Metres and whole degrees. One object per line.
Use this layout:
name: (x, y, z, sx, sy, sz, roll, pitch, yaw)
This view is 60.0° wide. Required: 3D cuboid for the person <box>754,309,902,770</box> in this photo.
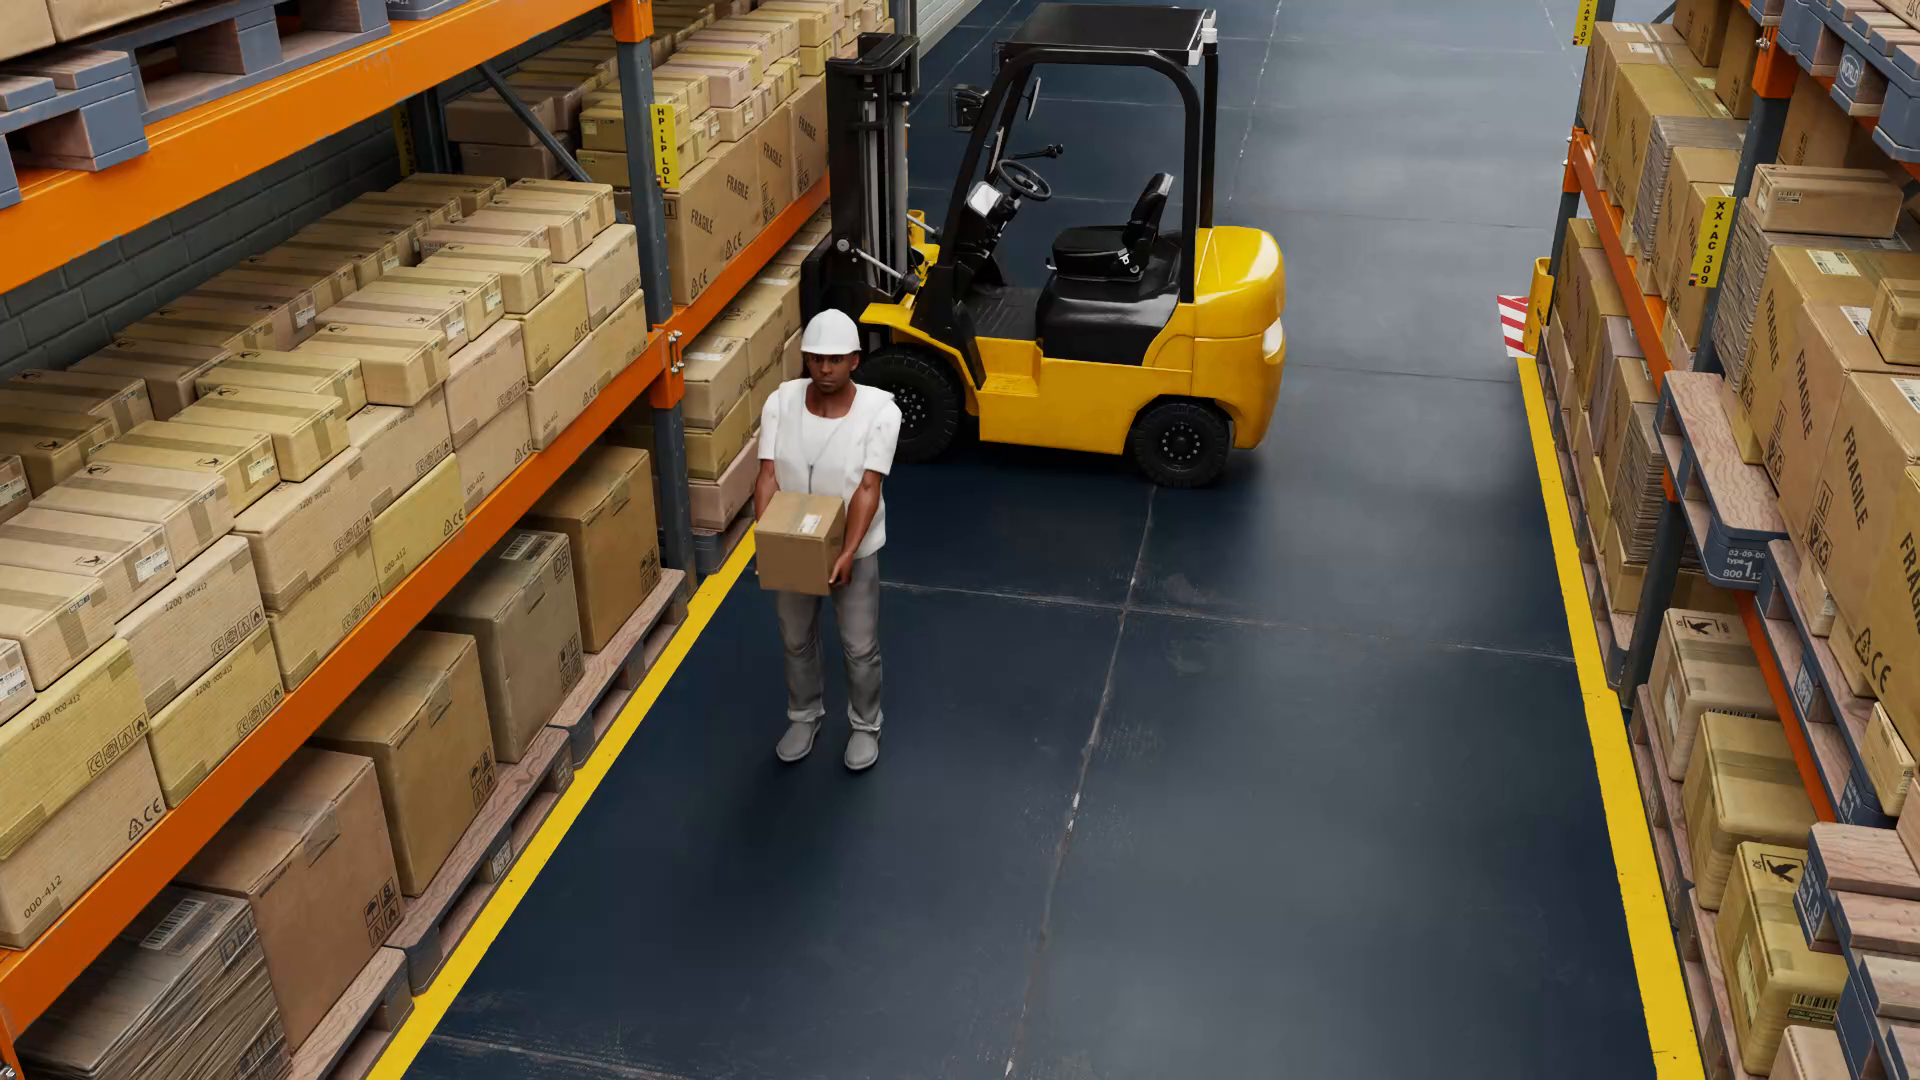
person: (-0.491, 0.063, 5.991, 0.503, 1.760, 0.586, 6, 29, 11)
